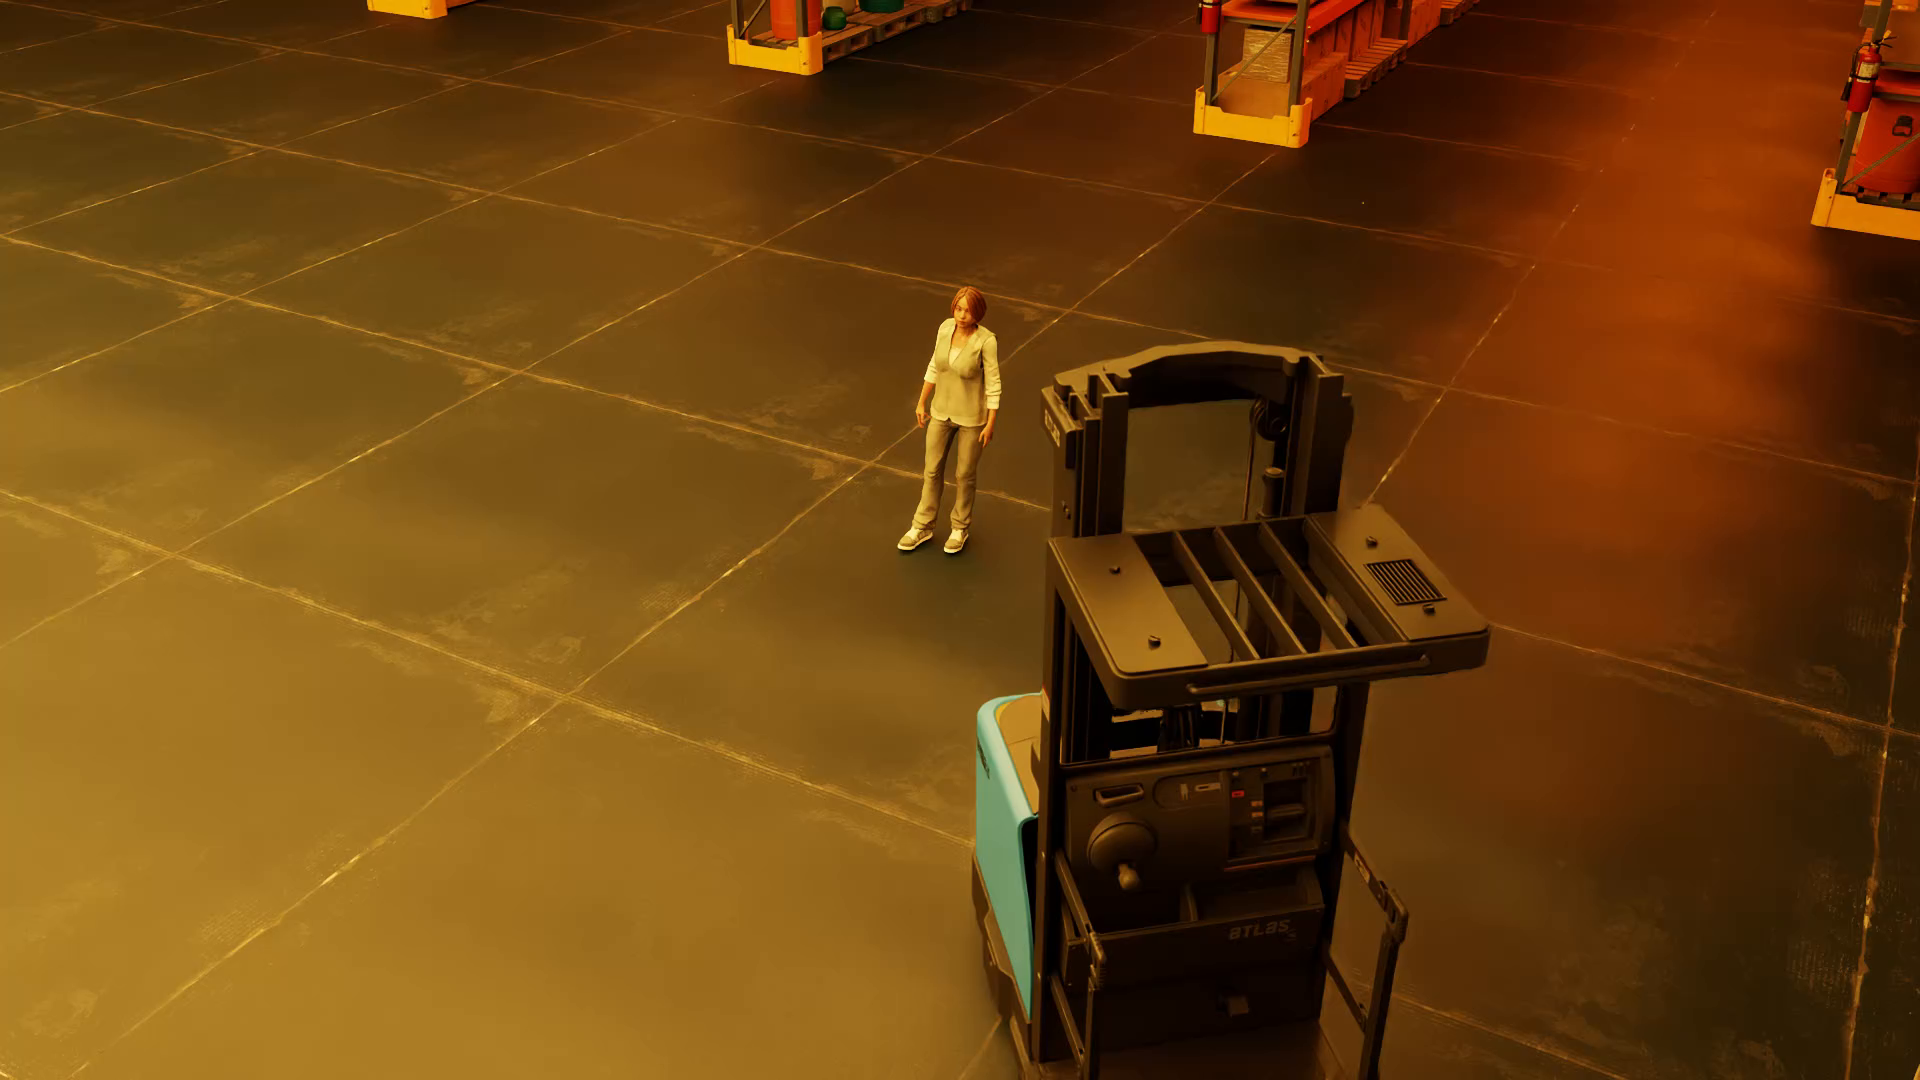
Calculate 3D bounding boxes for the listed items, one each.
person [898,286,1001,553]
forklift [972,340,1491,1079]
[{"bbox_3d":[-0.049,-0.659,9.555,0.520,1.576,0.473,15,33,25],"label":"person"},{"bbox_3d":[0.854,0.976,5.379,1.130,2.935,3.031,-6,31,-10],"label":"forklift"}]
